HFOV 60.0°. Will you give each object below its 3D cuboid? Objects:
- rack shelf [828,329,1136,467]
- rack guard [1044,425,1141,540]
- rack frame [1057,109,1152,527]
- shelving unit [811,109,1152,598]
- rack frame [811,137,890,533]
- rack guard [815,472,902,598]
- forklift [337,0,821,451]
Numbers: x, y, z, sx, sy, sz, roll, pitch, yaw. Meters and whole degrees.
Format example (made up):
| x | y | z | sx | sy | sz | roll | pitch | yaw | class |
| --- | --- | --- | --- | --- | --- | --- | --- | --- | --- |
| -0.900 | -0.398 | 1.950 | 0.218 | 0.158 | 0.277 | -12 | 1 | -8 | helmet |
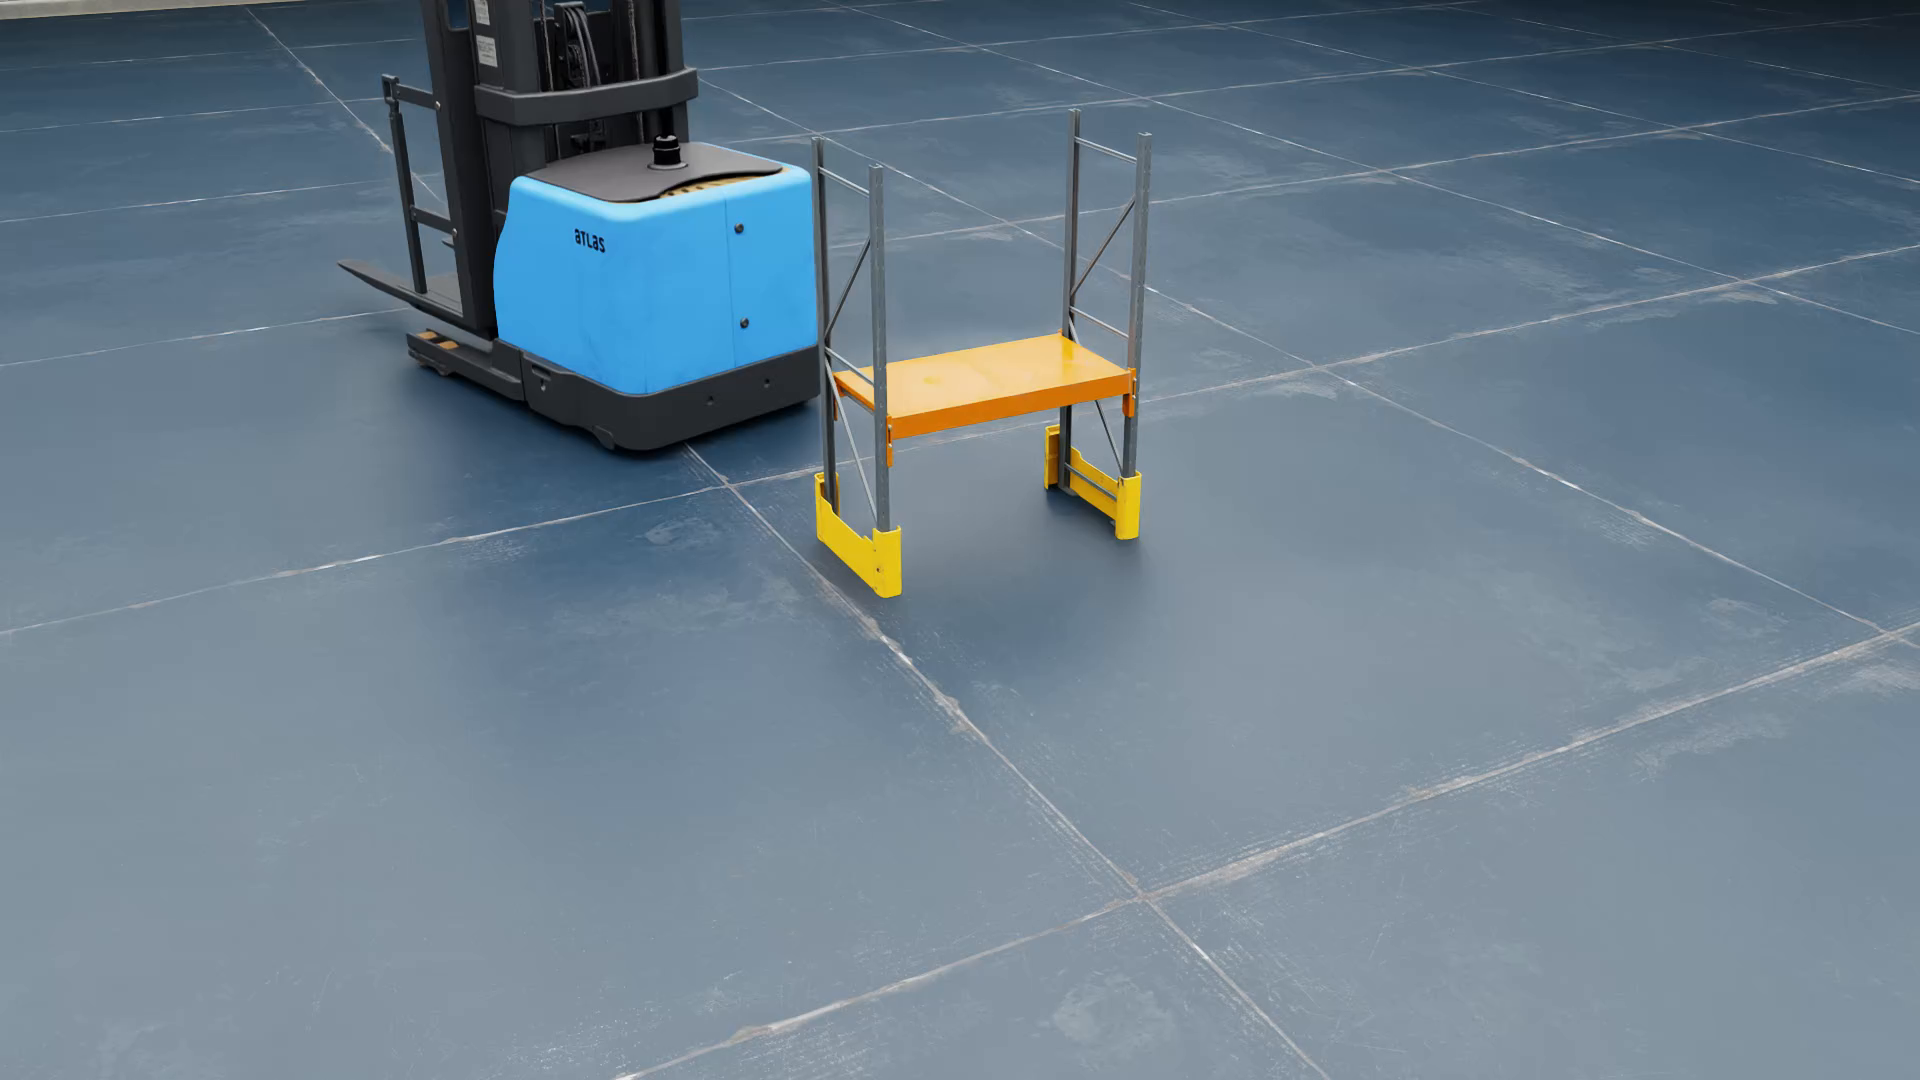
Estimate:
| x | y | z | sx | sy | sz | roll | pitch | yaw | class |
| --- | --- | --- | --- | --- | --- | --- | --- | --- | --- |
| 0.075 | -0.531 | 6.039 | 1.000 | 0.185 | 0.538 | -13 | 29 | -25 | rack shelf |
| 0.507 | -0.230 | 6.439 | 0.087 | 0.250 | 0.587 | -13 | 29 | -25 | rack guard |
| 0.524 | -0.797 | 6.177 | 0.032 | 1.500 | 0.500 | -13 | 29 | -25 | rack frame |
| 0.067 | -0.692 | 5.958 | 1.083 | 1.500 | 0.587 | -13 | 29 | -25 | shelving unit |
| -0.373 | -0.590 | 5.746 | 0.032 | 1.500 | 0.500 | -13 | 29 | -25 | rack frame |
| -0.372 | -0.027 | 6.017 | 0.087 | 0.250 | 0.587 | -13 | 29 | -25 | rack guard |
| -2.004 | -2.232 | 7.512 | 1.130 | 2.935 | 3.031 | -23 | 34 | -39 | forklift |
